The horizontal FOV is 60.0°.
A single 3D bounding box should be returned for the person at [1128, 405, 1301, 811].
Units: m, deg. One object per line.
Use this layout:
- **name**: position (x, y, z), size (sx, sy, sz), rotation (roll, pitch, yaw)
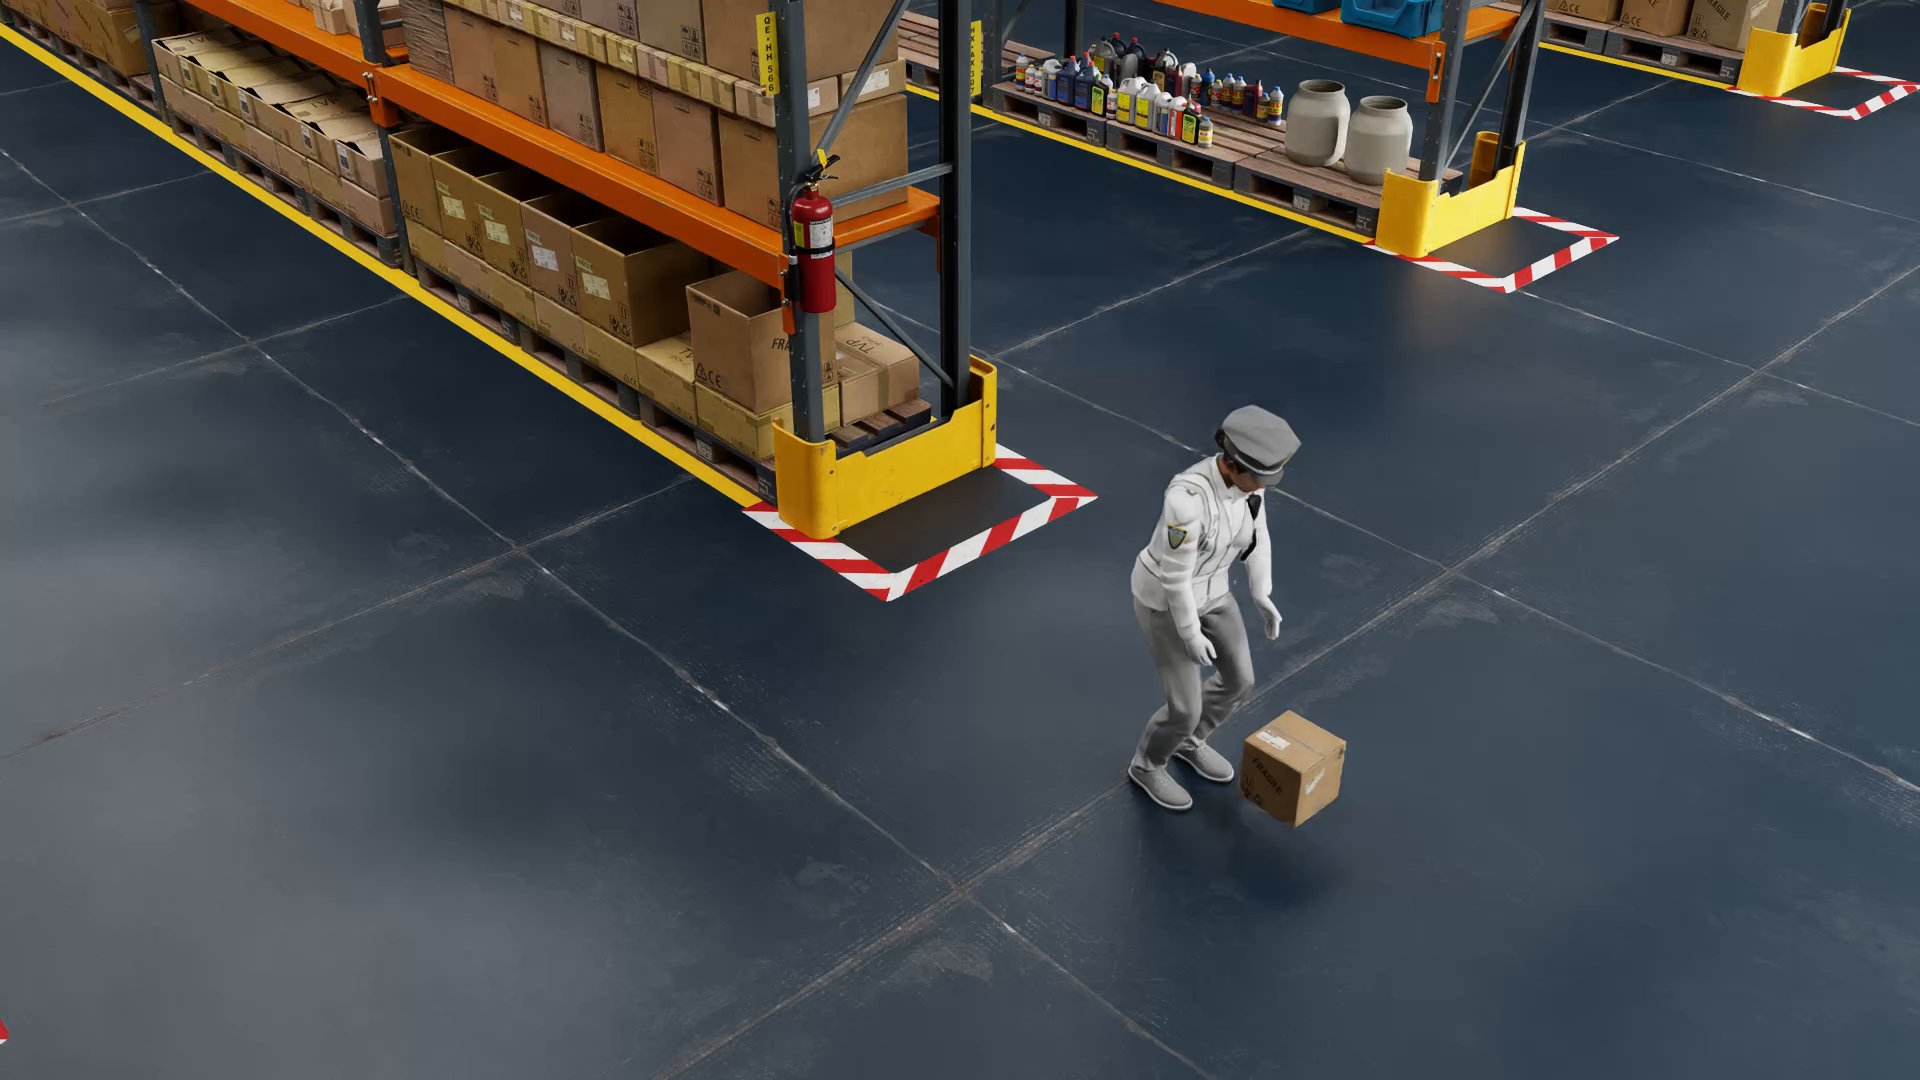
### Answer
- **person**: position (0.879, 0.232, 5.860), size (0.516, 1.576, 0.526), rotation (-25, 40, -34)
